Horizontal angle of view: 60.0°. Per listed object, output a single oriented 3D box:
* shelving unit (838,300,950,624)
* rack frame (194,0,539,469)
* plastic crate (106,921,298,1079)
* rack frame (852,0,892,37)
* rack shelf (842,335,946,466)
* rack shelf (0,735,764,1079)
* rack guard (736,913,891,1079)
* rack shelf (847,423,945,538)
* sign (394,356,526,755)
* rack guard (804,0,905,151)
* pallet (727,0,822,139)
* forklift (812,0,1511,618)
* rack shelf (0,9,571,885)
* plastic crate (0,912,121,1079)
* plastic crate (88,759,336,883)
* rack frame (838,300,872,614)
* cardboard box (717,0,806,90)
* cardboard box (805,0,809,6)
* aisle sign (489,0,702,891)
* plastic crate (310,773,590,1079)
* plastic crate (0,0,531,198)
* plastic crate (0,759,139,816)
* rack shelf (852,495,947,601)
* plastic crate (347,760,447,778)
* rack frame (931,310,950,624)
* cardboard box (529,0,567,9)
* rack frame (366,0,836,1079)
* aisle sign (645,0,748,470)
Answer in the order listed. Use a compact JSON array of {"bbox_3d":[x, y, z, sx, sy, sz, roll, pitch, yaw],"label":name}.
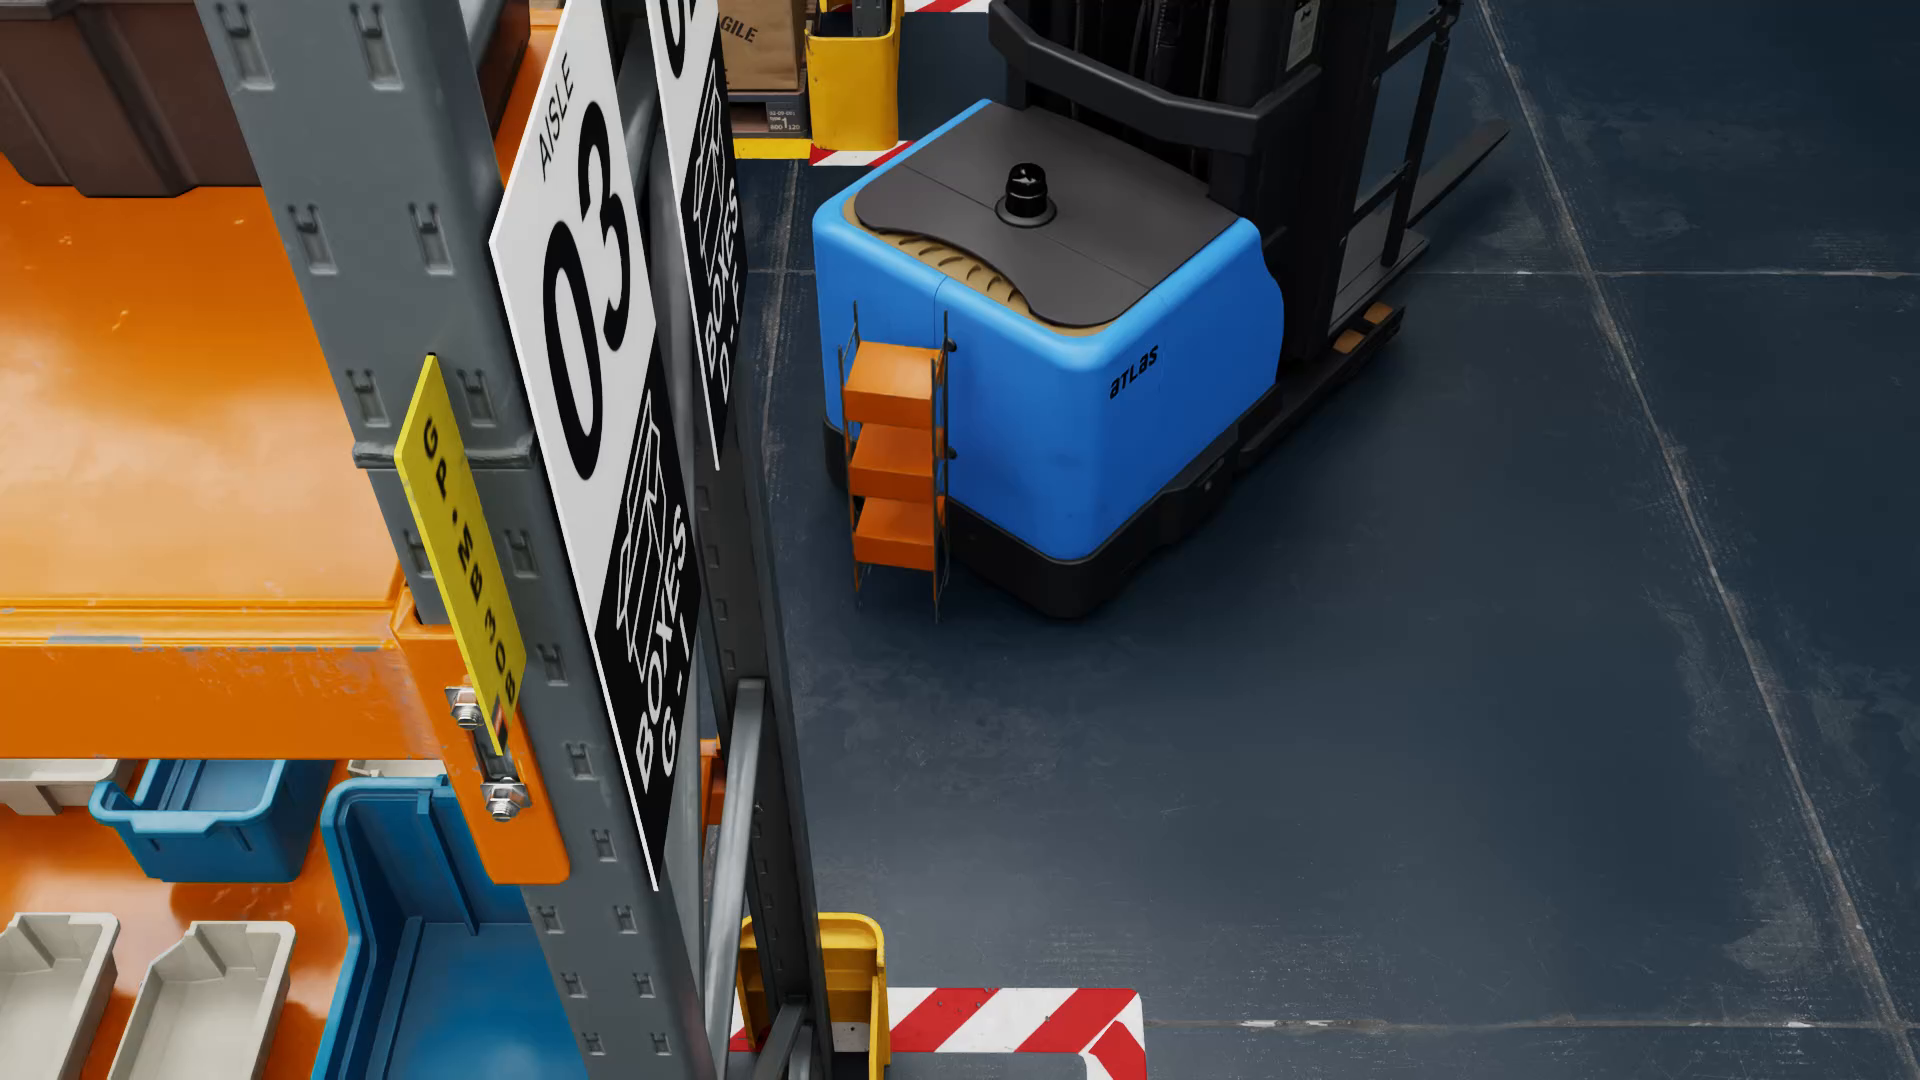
[{"bbox_3d":[-0.174,-0.191,4.711,0.252,1.050,0.215,7,47,7],"label":"shelving unit"},{"bbox_3d":[-0.370,-1.439,0.442,0.127,3.000,1.000,0,47,0],"label":"rack frame"},{"bbox_3d":[-1.186,0.805,2.591,0.243,0.136,0.396,0,47,0],"label":"plastic crate"},{"bbox_3d":[-0.348,-3.021,6.013,0.127,3.000,1.000,0,47,0],"label":"rack frame"},{"bbox_3d":[-0.174,-0.378,4.511,0.240,0.259,0.215,7,47,7],"label":"rack shelf"},{"bbox_3d":[-2.370,0.845,2.906,4.000,0.370,1.077,0,47,0],"label":"rack shelf"},{"bbox_3d":[-0.346,1.447,3.562,0.348,0.500,1.175,0,47,0],"label":"rack guard"},{"bbox_3d":[-0.174,-0.184,4.719,0.240,0.259,0.215,7,47,7],"label":"rack shelf"},{"bbox_3d":[-0.356,0.021,1.203,0.005,0.325,0.100,0,47,0],"label":"sign"},{"bbox_3d":[-0.424,-2.169,6.928,0.348,0.500,1.175,0,47,0],"label":"rack guard"},{"bbox_3d":[-1.221,-2.072,7.035,1.213,0.211,1.003,0,47,0],"label":"pallet"},{"bbox_3d":[0.905,-1.778,4.903,1.130,2.935,3.031,32,55,26],"label":"forklift"},{"bbox_3d":[-2.370,-0.177,1.808,4.000,0.370,1.077,0,47,0],"label":"rack shelf"},{"bbox_3d":[-1.476,0.793,2.602,0.243,0.136,0.396,0,47,0],"label":"plastic crate"},{"bbox_3d":[-1.274,0.398,2.904,0.300,0.233,0.416,0,47,0],"label":"plastic crate"},{"bbox_3d":[-0.294,-0.207,4.725,0.008,1.050,0.200,7,47,7],"label":"rack frame"},{"bbox_3d":[-0.892,-2.140,6.600,0.500,0.500,0.500,0,47,0],"label":"cardboard box"},{"bbox_3d":[-0.765,-2.452,7.130,0.250,0.149,0.380,0,47,0],"label":"cardboard box"},{"bbox_3d":[-0.299,-0.066,1.486,0.004,0.787,0.394,0,47,0],"label":"aisle sign"},{"bbox_3d":[-0.705,0.708,2.476,0.499,0.435,0.616,0,47,0],"label":"plastic crate"},{"bbox_3d":[-0.754,-0.578,1.779,0.590,0.269,0.497,0,47,0],"label":"plastic crate"},{"bbox_3d":[-1.614,0.369,2.996,0.298,0.136,0.250,0,47,0],"label":"plastic crate"},{"bbox_3d":[-0.174,0.005,4.922,0.240,0.259,0.215,7,47,7],"label":"rack shelf"},{"bbox_3d":[-0.936,0.371,2.994,0.298,0.136,0.250,0,47,0],"label":"plastic crate"},{"bbox_3d":[-0.053,-0.176,4.697,0.008,1.050,0.200,7,47,7],"label":"rack frame"},{"bbox_3d":[-1.842,-2.080,6.714,0.500,0.250,0.500,0,47,0],"label":"cardboard box"},{"bbox_3d":[-0.370,0.605,2.638,0.127,3.000,1.000,0,47,0],"label":"rack frame"},{"bbox_3d":[-0.297,-0.498,1.888,0.004,0.787,0.394,0,47,0],"label":"aisle sign"}]
